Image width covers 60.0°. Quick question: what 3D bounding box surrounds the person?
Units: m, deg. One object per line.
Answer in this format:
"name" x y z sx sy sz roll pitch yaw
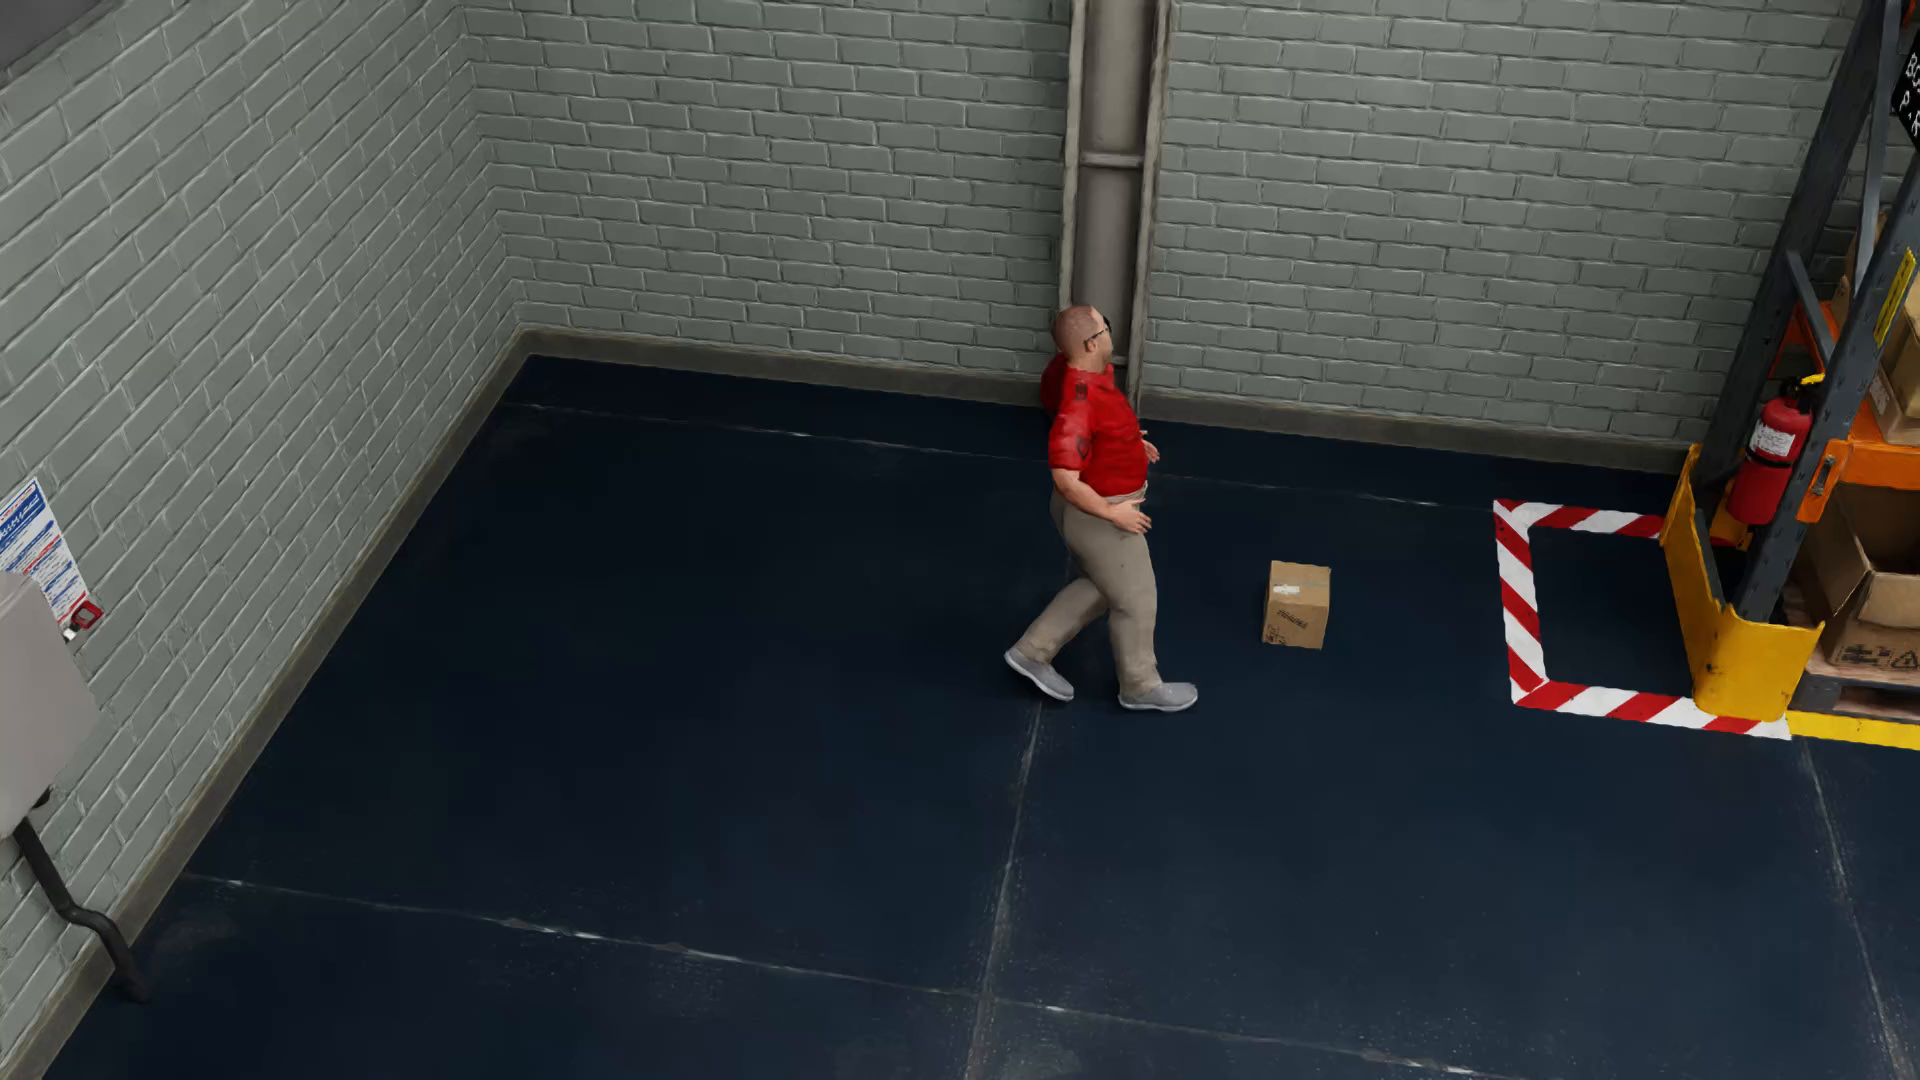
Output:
"person" 0.548 -0.135 6.343 0.743 1.680 0.684 -7 41 -8
